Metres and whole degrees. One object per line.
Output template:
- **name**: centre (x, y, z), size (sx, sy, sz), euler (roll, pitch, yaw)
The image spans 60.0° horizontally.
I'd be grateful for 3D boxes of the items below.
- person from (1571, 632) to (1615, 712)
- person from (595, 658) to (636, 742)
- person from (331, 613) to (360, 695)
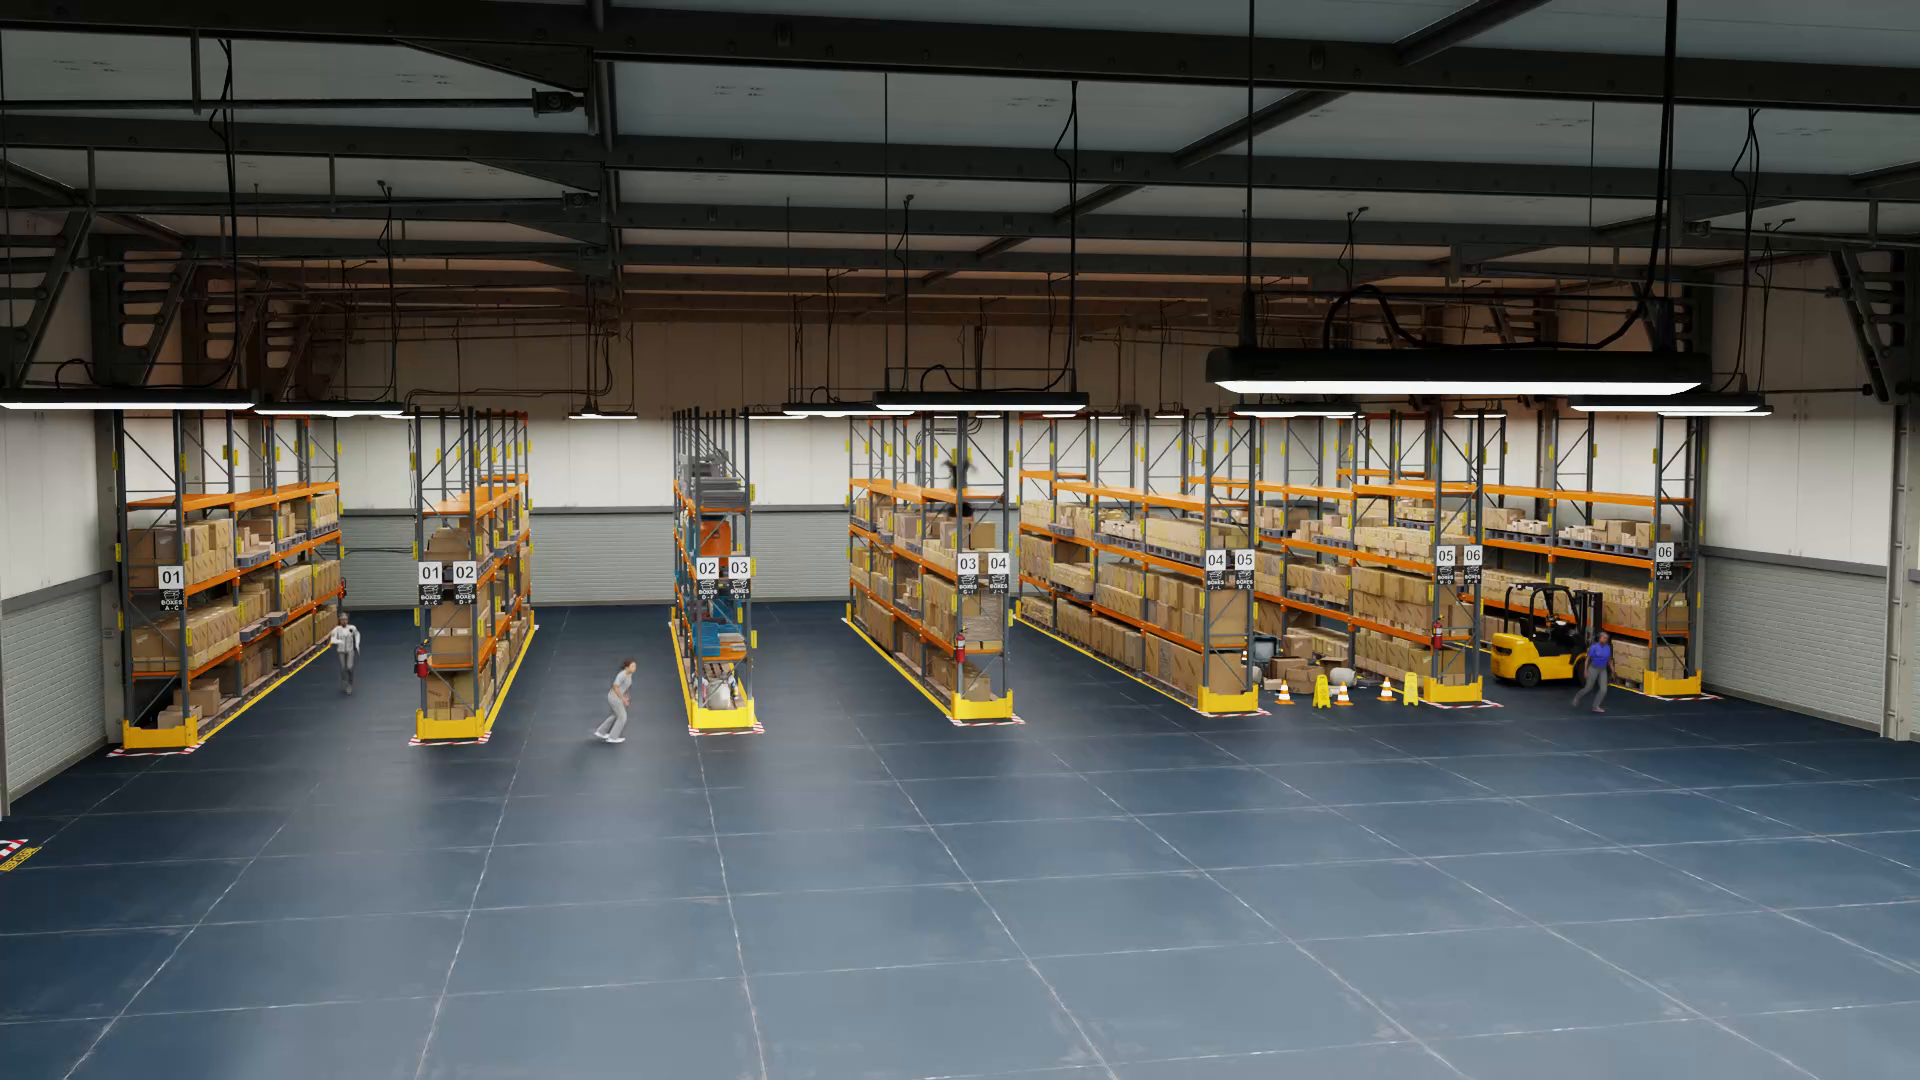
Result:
- **person**: centre (12.512, 2.592, 32.869), size (0.672, 1.582, 0.612), euler (-1, 4, -11)
- **person**: centre (-6.150, 2.851, 29.666), size (0.804, 1.529, 0.600), euler (0, 4, 2)
- **person**: centre (-12.967, 2.389, 35.084), size (0.551, 1.738, 0.812), euler (-1, 4, -16)
